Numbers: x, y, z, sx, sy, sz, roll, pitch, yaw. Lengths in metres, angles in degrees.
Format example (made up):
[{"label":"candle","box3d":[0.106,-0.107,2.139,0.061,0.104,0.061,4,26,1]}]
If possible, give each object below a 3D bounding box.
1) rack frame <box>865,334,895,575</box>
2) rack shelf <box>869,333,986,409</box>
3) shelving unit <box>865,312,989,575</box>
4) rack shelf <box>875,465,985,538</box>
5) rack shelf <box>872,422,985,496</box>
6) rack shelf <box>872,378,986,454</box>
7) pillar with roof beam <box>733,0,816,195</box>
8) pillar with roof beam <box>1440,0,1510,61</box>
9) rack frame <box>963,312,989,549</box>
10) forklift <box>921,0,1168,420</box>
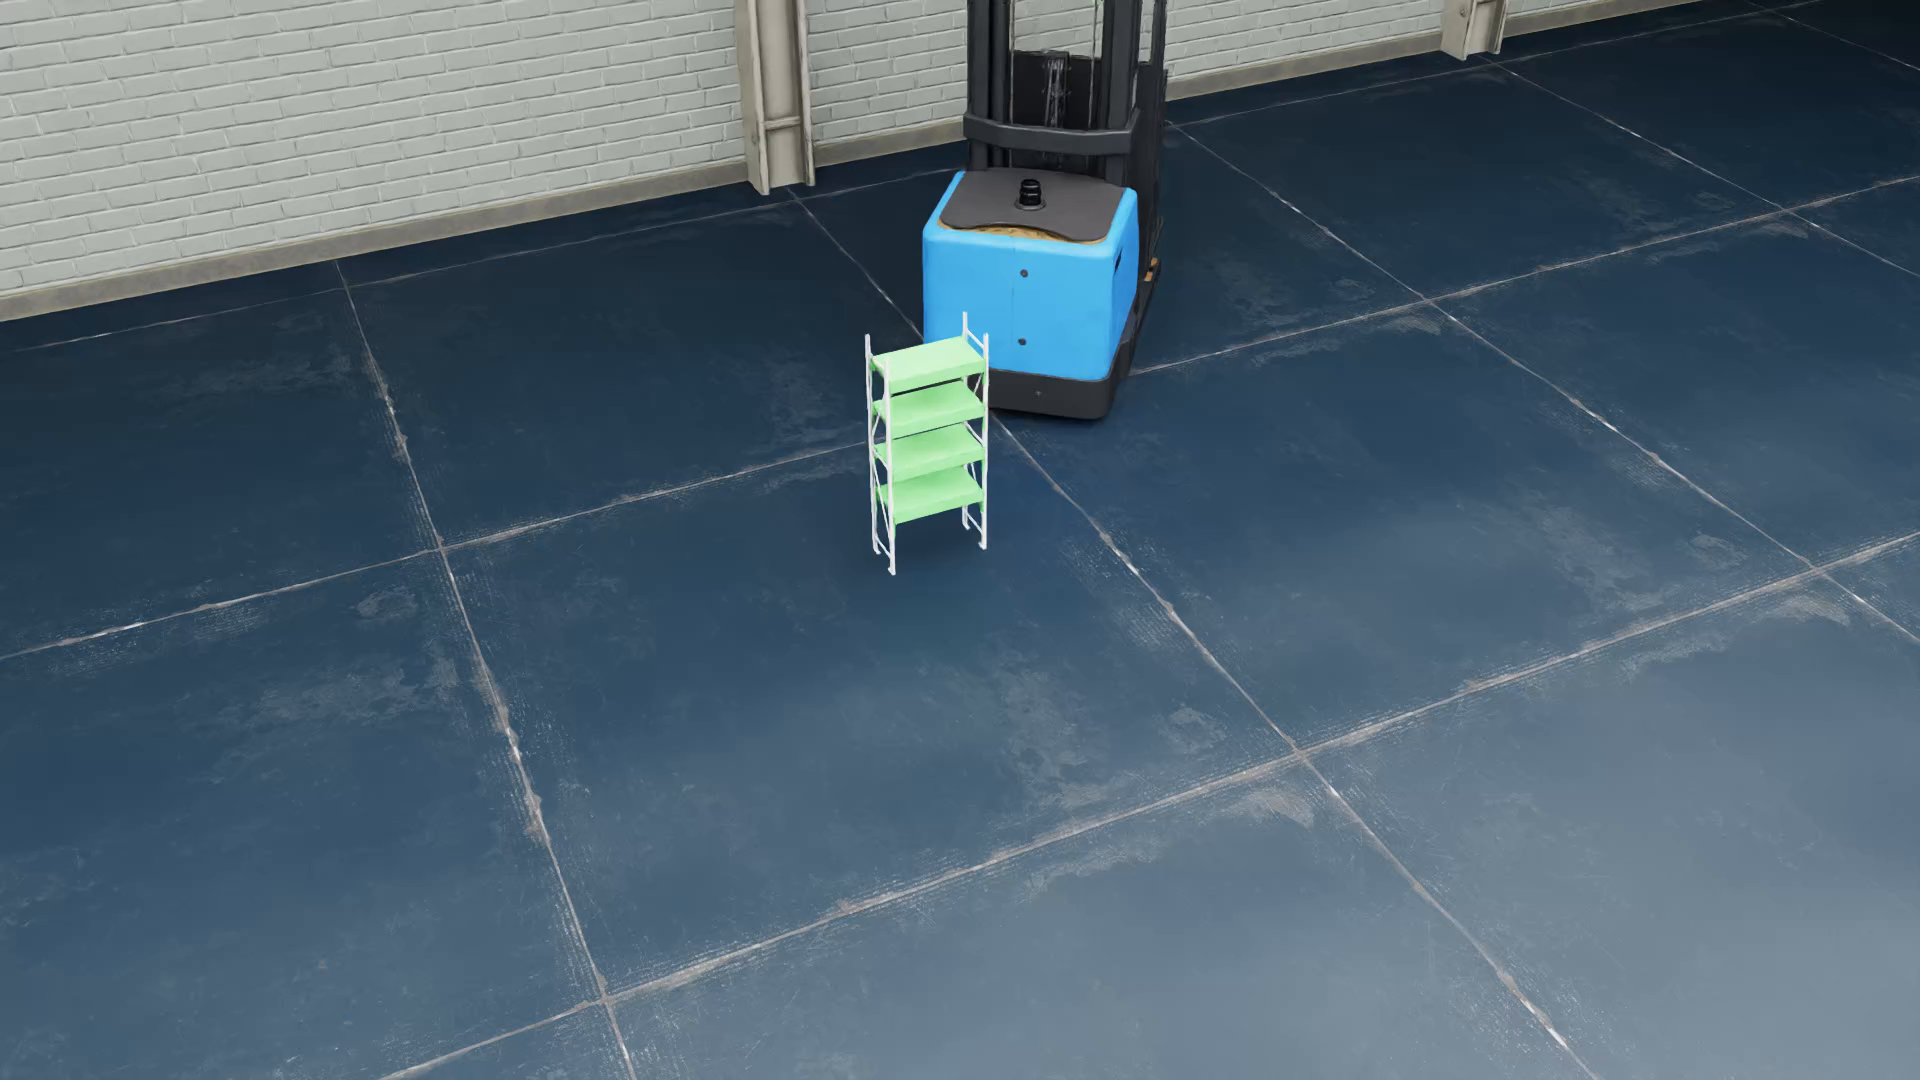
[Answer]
[{"label":"rack frame","box3d":[-0.371,-0.378,7.753,0.015,1.200,0.240,-16,39,-20]},{"label":"rack shelf","box3d":[-0.150,-0.774,7.588,0.480,0.148,0.258,-16,39,-20]},{"label":"shelving unit","box3d":[-0.150,-0.440,7.836,0.503,1.200,0.258,-16,39,-20]},{"label":"rack shelf","box3d":[-0.150,-0.196,8.017,0.480,0.148,0.258,-16,39,-20]},{"label":"rack shelf","box3d":[-0.150,-0.389,7.874,0.480,0.148,0.258,-16,39,-20]},{"label":"rack shelf","box3d":[-0.150,-0.581,7.731,0.480,0.148,0.258,-16,39,-20]},{"label":"pillar with roof beam","box3d":[0.580,-3.796,5.815,0.400,9.000,9.100,-16,39,-20]},{"label":"pillar with roof beam","box3d":[6.012,-5.315,7.862,0.400,9.000,9.100,-16,39,-20]},{"label":"rack frame","box3d":[0.071,-0.502,7.919,0.015,1.200,0.240,-16,39,-20]},{"label":"forklift","box3d":[0.639,-2.708,9.440,1.130,2.935,3.031,8,37,11]}]
